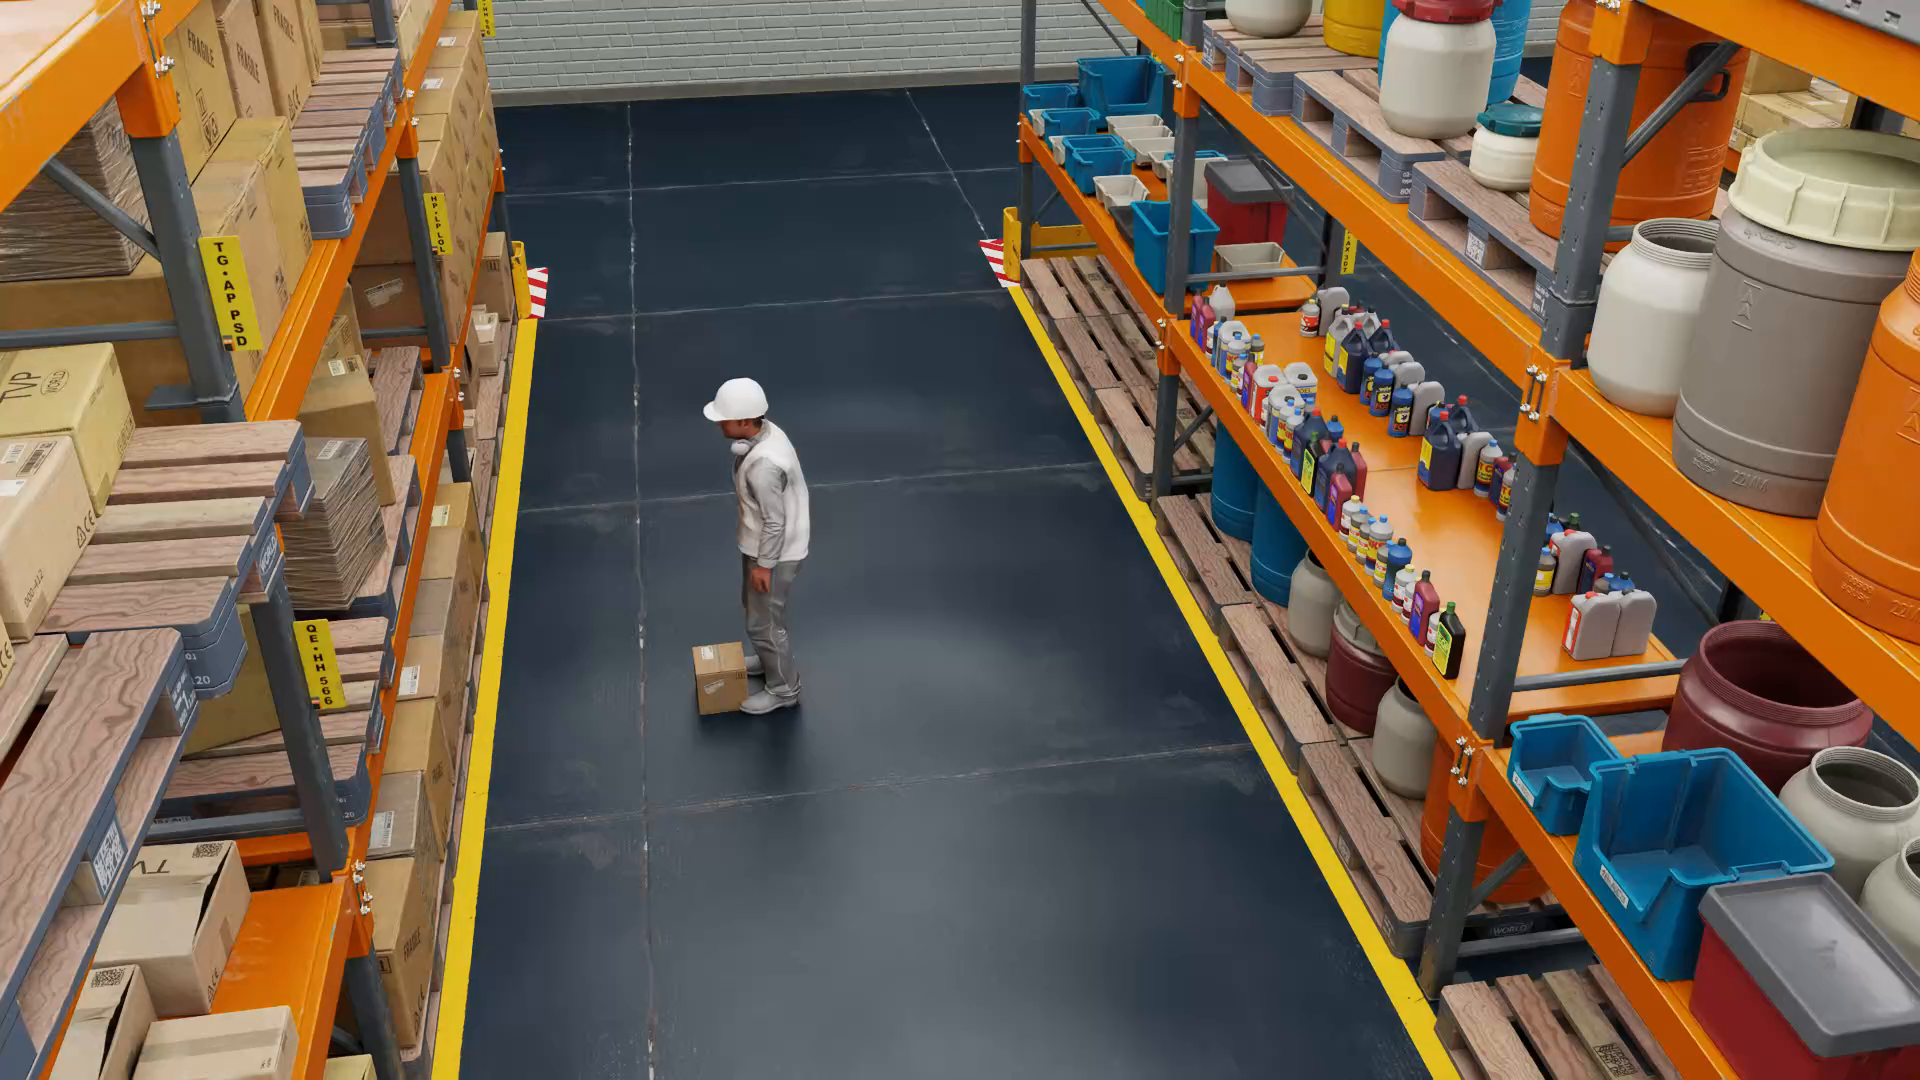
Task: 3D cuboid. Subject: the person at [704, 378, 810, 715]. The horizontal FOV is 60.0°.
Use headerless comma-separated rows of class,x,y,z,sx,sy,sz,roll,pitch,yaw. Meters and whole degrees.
person,-0.957,0.014,8.092,0.463,1.767,0.578,-6,31,-9
